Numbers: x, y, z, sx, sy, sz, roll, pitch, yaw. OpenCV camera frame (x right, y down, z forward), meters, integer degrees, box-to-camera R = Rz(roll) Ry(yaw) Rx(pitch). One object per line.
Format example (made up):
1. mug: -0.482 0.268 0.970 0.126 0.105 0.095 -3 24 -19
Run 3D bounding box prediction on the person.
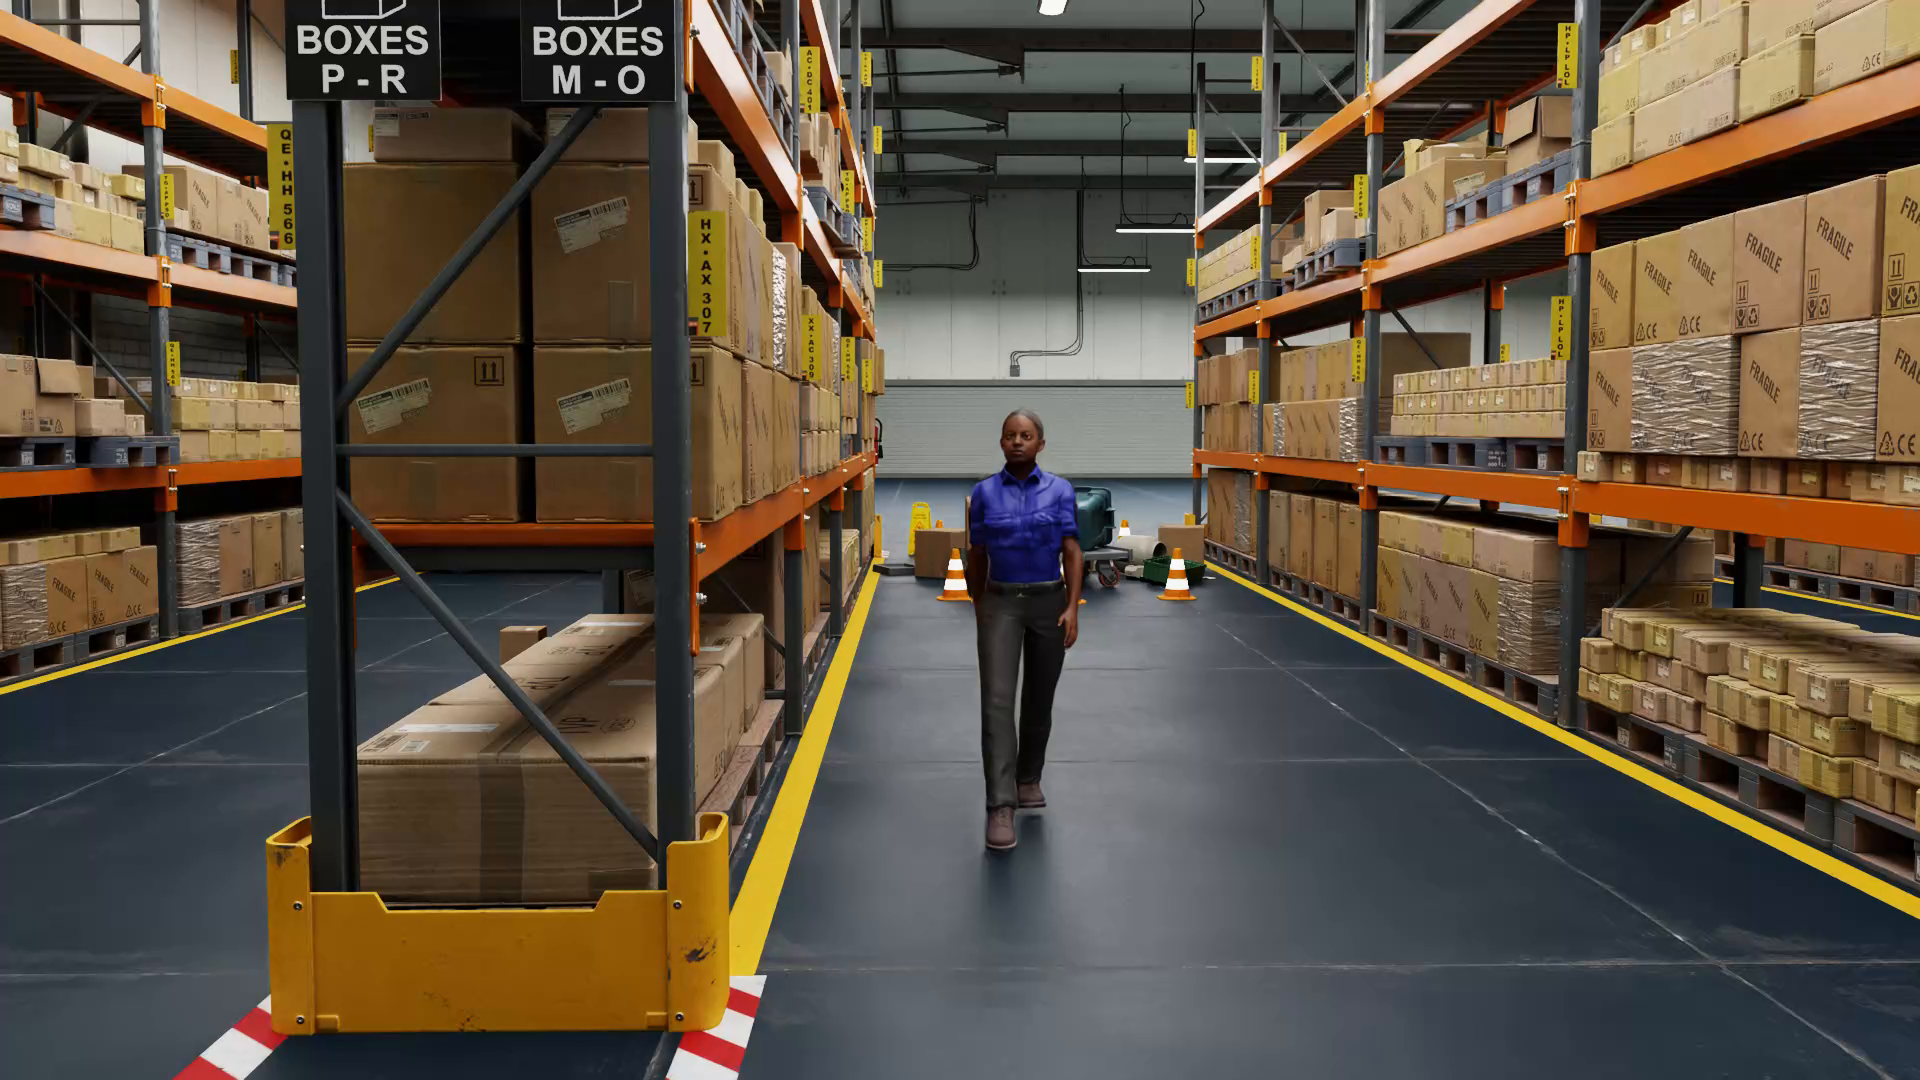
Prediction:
1. person: 0.256 0.298 6.422 0.439 1.610 0.927 0 4 -2
